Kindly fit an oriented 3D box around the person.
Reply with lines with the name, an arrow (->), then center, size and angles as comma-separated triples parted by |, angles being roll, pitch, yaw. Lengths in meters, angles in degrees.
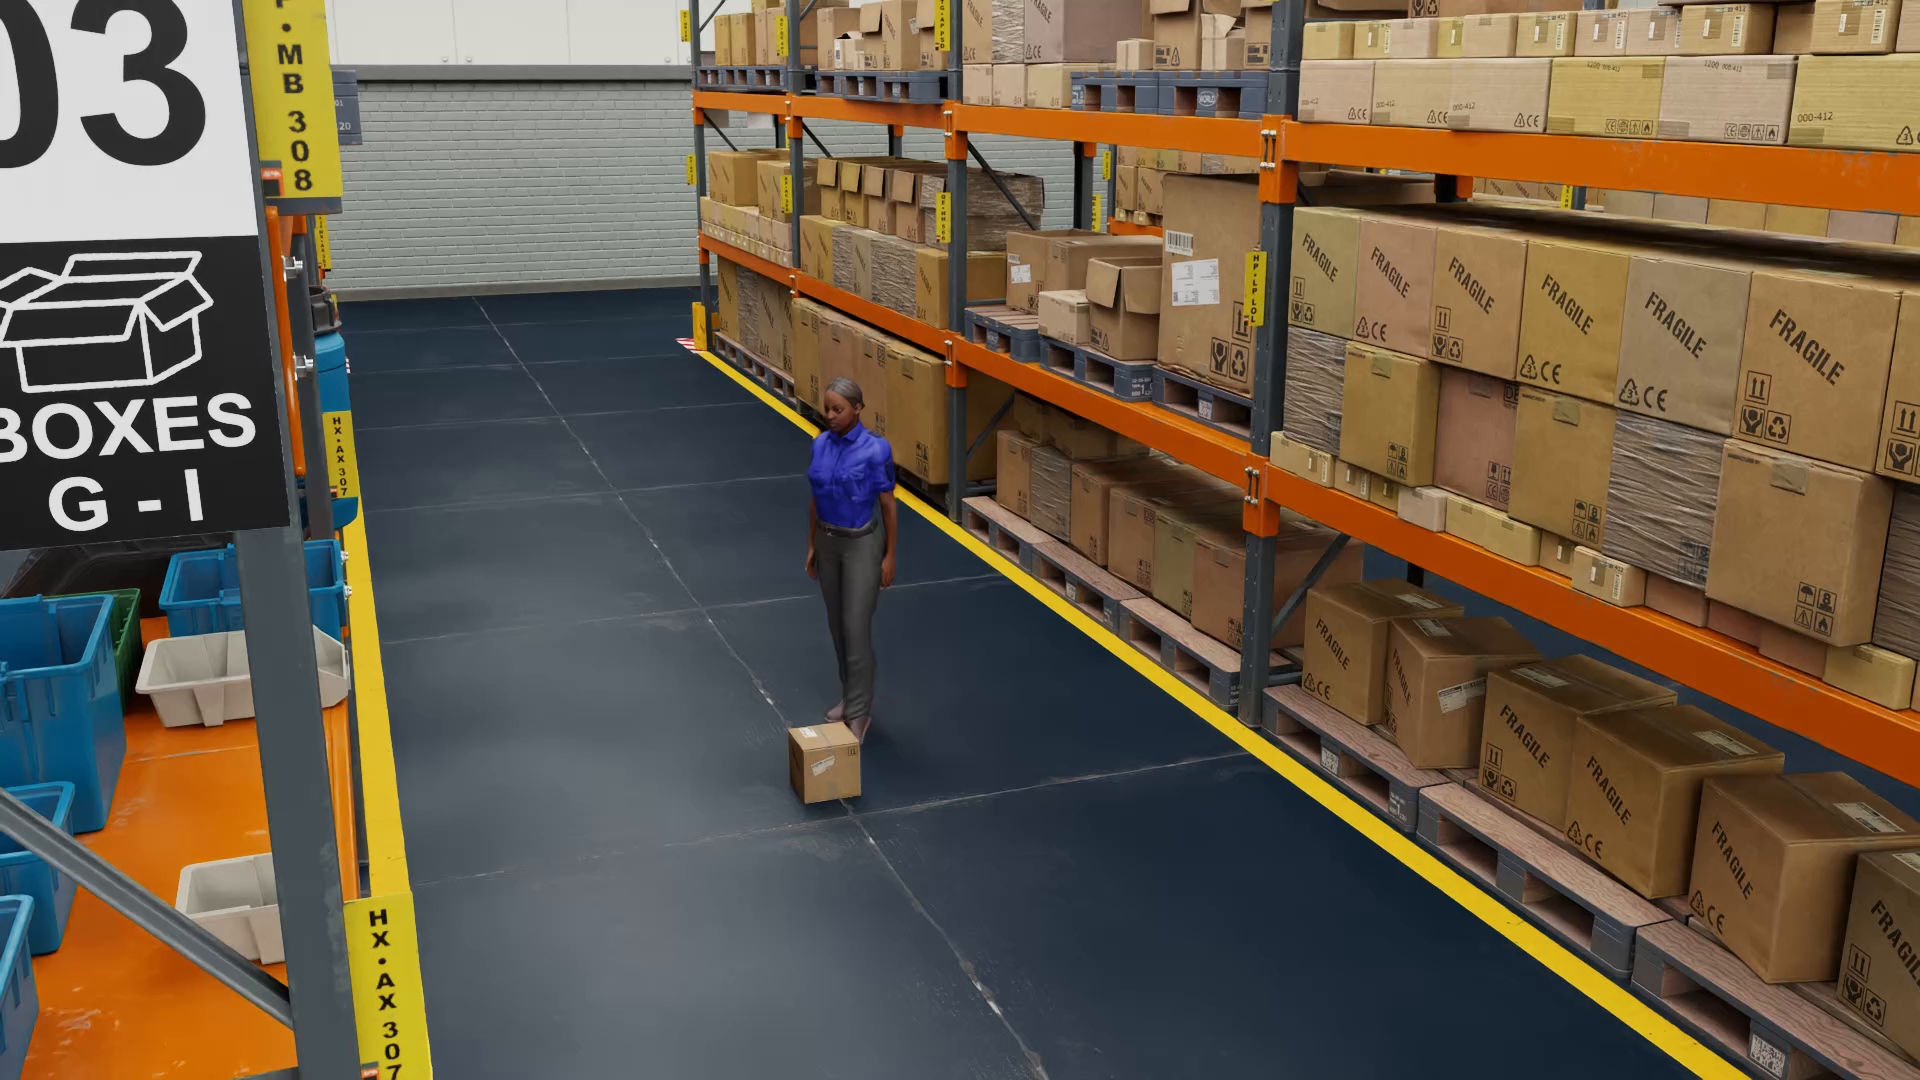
person -> -0.570, 0.099, 7.722 | 0.464, 1.711, 0.469 | 11, 19, 34
